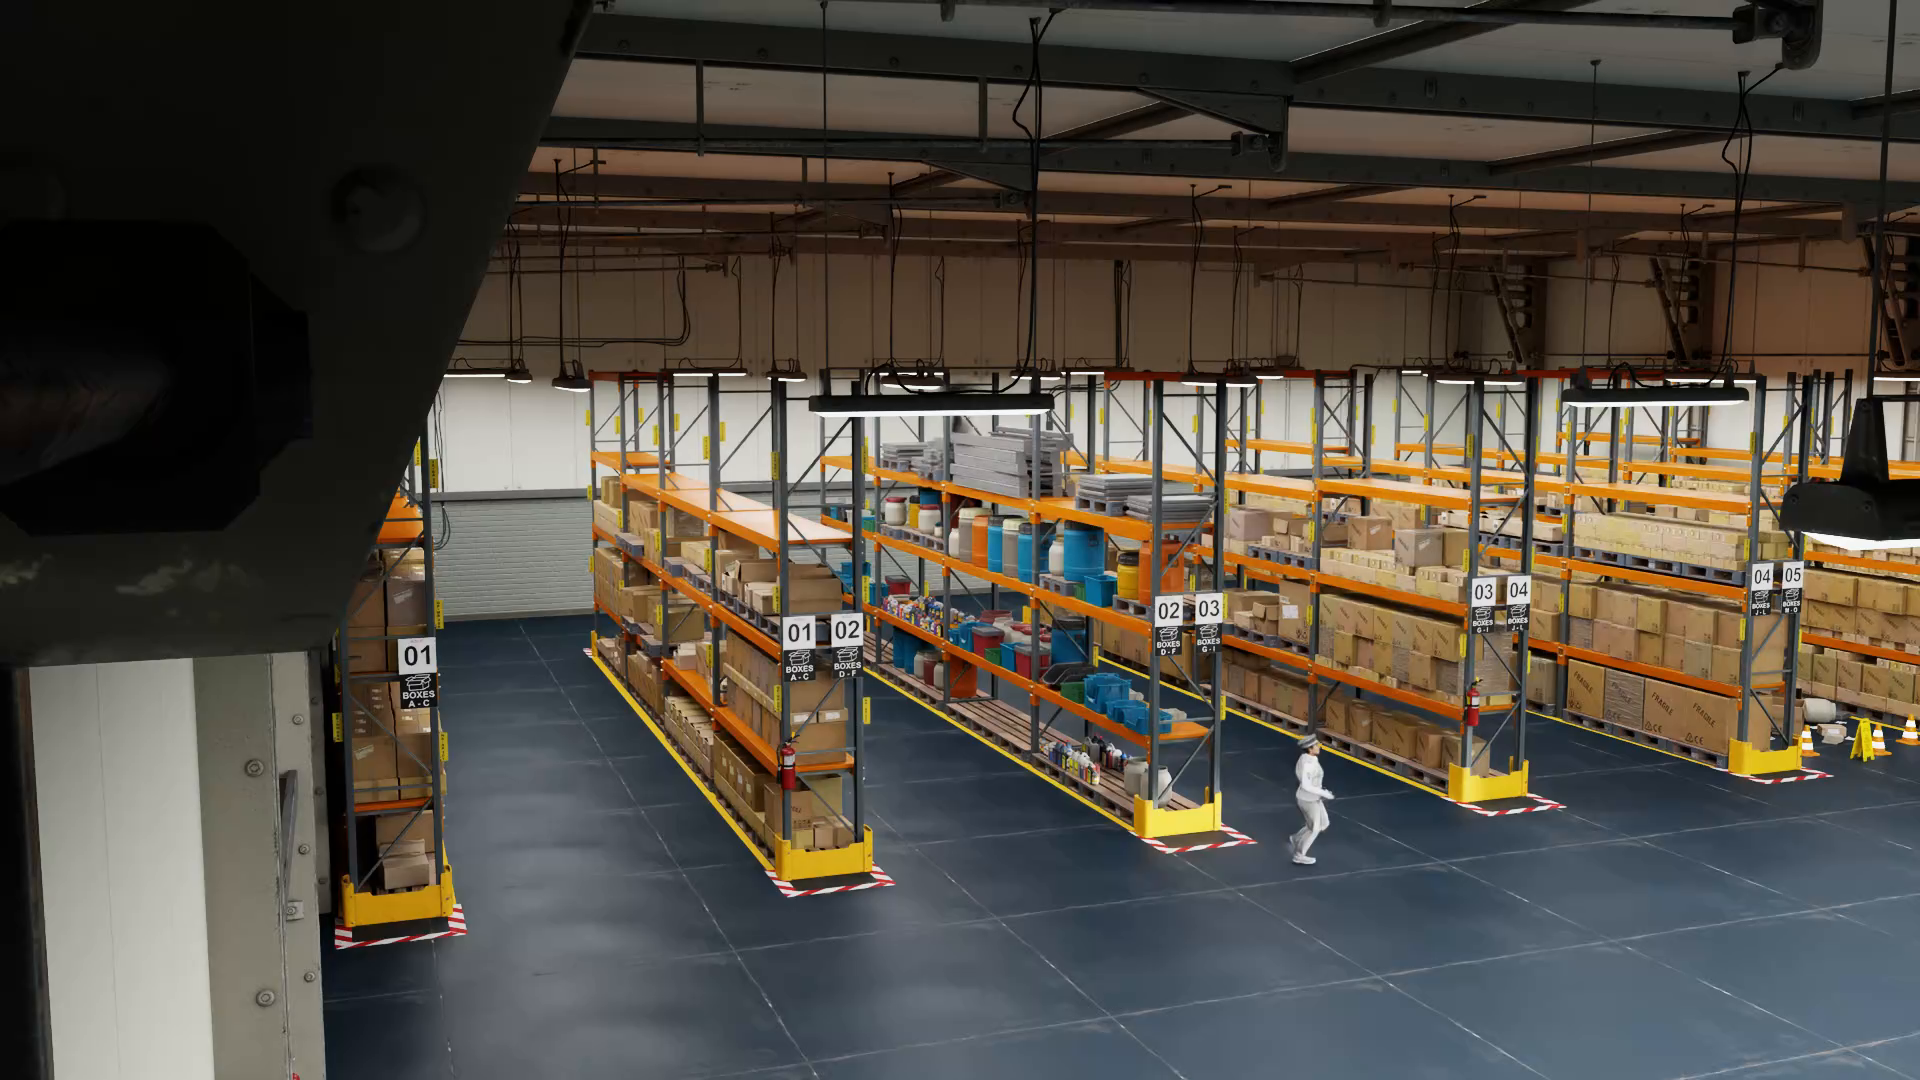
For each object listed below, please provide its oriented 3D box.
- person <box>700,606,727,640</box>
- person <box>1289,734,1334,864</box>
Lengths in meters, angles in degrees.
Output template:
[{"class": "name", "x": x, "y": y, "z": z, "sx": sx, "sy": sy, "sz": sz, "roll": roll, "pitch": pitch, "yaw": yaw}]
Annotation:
[{"class": "person", "x": -5.113, "y": 1.554, "z": 35.011, "sx": 0.743, "sy": 1.782, "sz": 0.919, "roll": -4, "pitch": 8, "yaw": -34}, {"class": "person", "x": 4.384, "y": 3.208, "z": 20.622, "sx": 0.497, "sy": 1.653, "sz": 0.591, "roll": 1, "pitch": 6, "yaw": 11}]
